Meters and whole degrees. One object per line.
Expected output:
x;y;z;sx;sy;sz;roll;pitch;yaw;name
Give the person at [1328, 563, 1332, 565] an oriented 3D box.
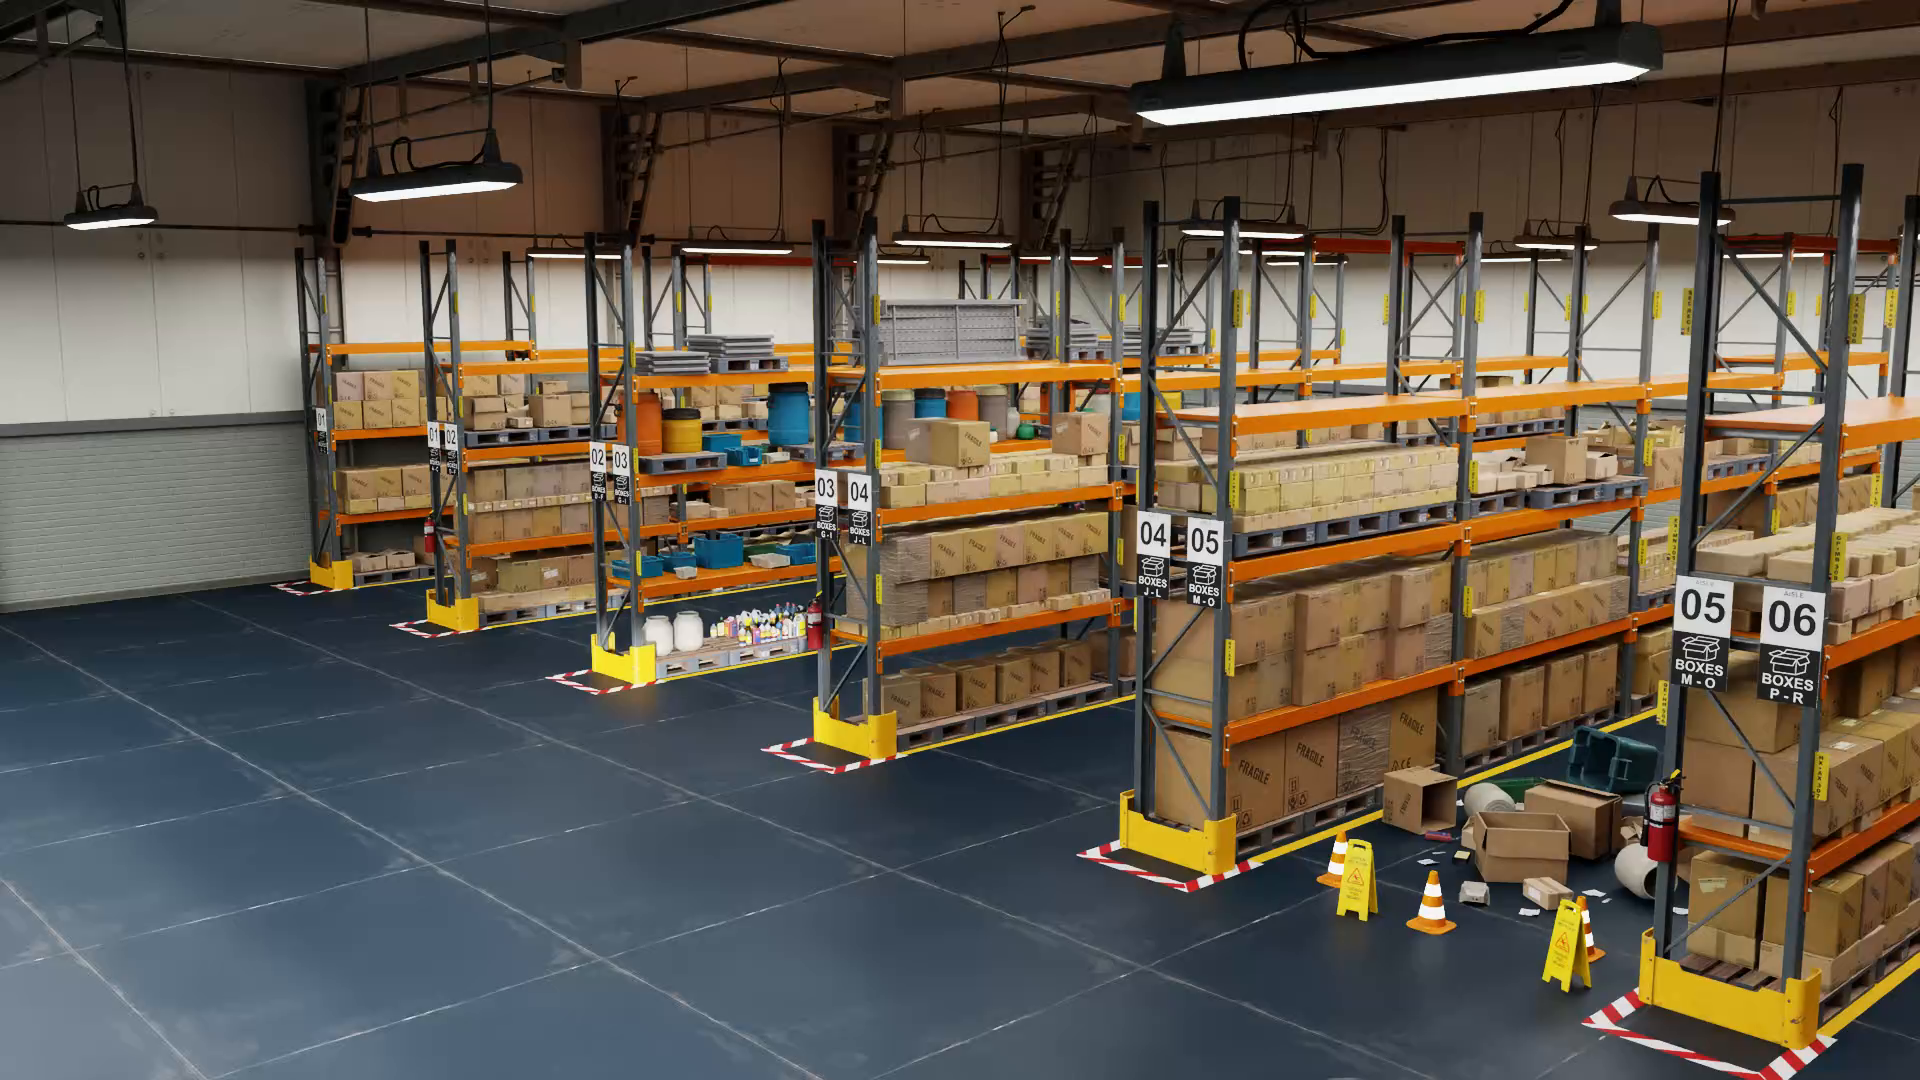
4.890;1.058;22.249;0.787;1.833;0.728;-8;11;-43;person
